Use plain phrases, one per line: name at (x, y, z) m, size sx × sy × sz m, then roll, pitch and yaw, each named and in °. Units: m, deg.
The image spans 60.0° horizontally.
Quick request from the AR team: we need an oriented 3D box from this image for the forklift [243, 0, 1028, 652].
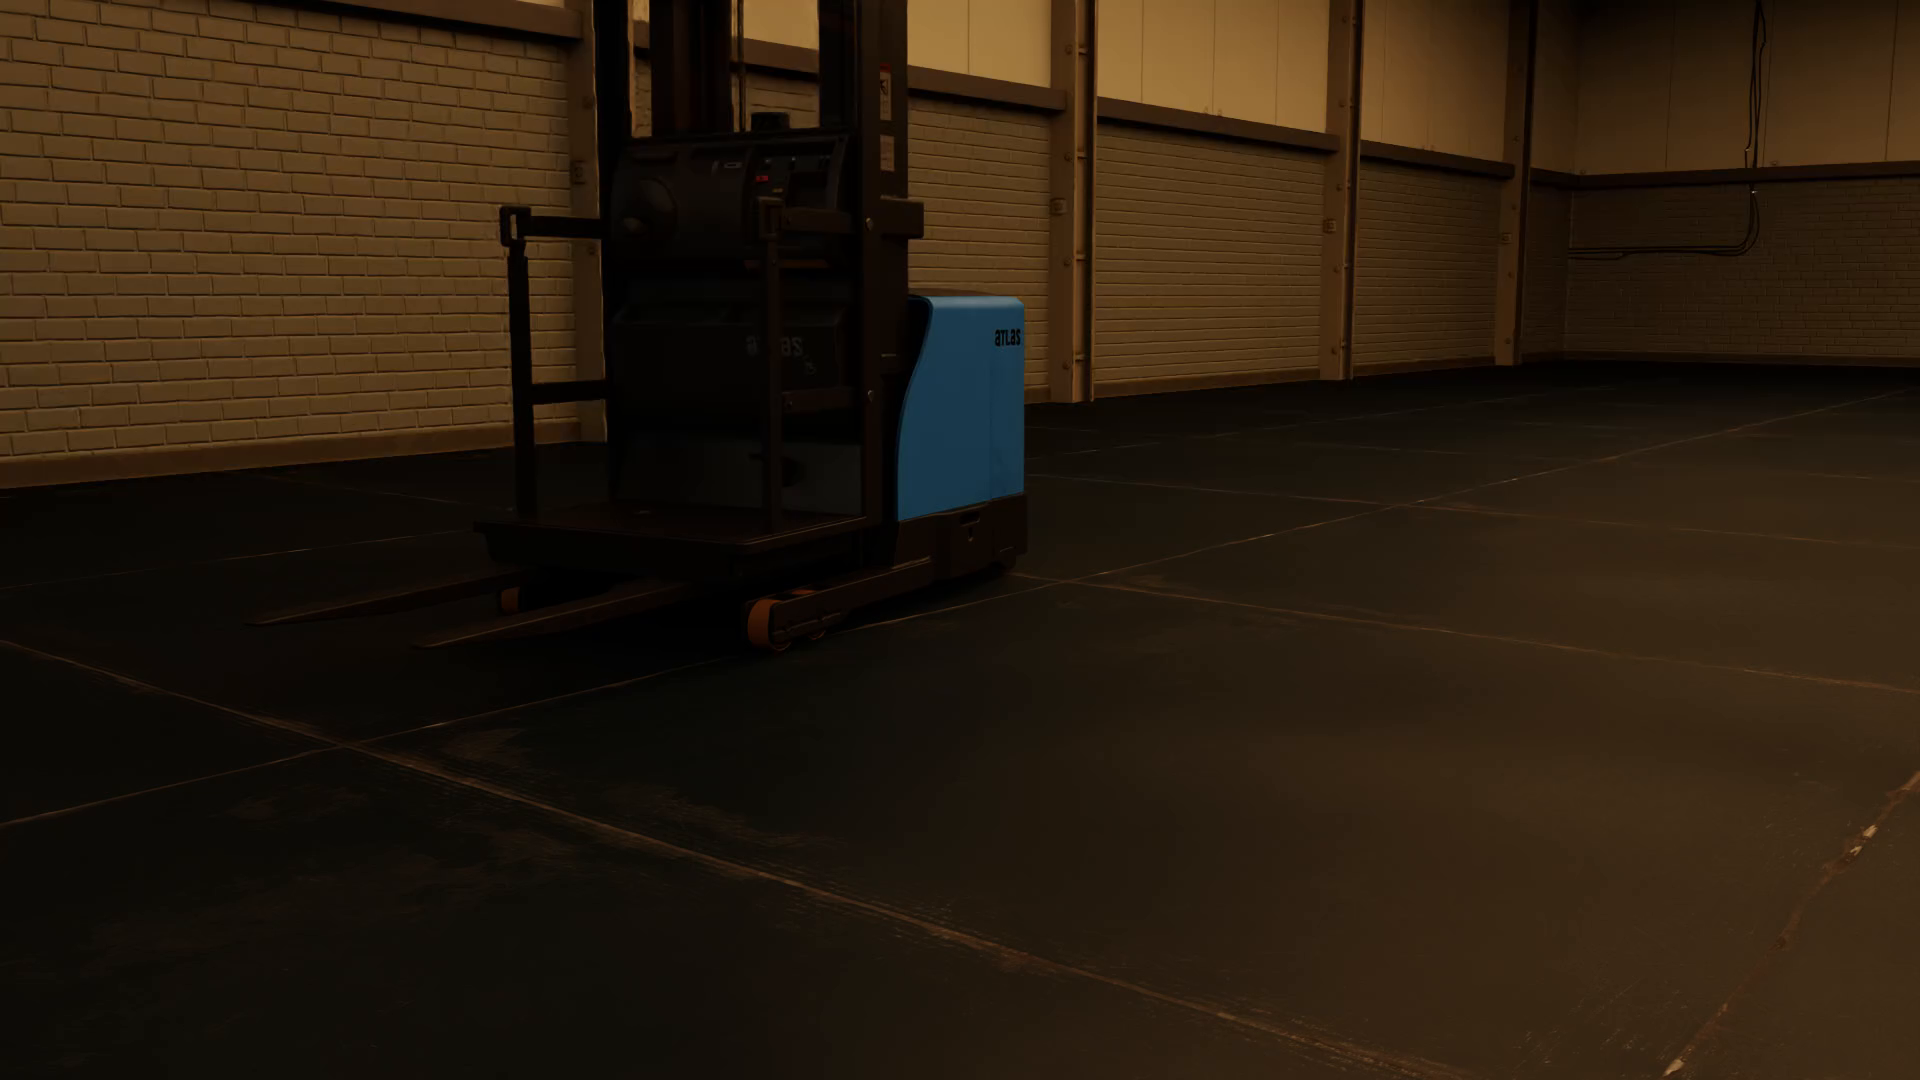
forklift at (-0.878, -1.182, 5.362) m, size 1.130 × 2.935 × 3.031 m, roll 4°, pitch 9°, yaw 28°
